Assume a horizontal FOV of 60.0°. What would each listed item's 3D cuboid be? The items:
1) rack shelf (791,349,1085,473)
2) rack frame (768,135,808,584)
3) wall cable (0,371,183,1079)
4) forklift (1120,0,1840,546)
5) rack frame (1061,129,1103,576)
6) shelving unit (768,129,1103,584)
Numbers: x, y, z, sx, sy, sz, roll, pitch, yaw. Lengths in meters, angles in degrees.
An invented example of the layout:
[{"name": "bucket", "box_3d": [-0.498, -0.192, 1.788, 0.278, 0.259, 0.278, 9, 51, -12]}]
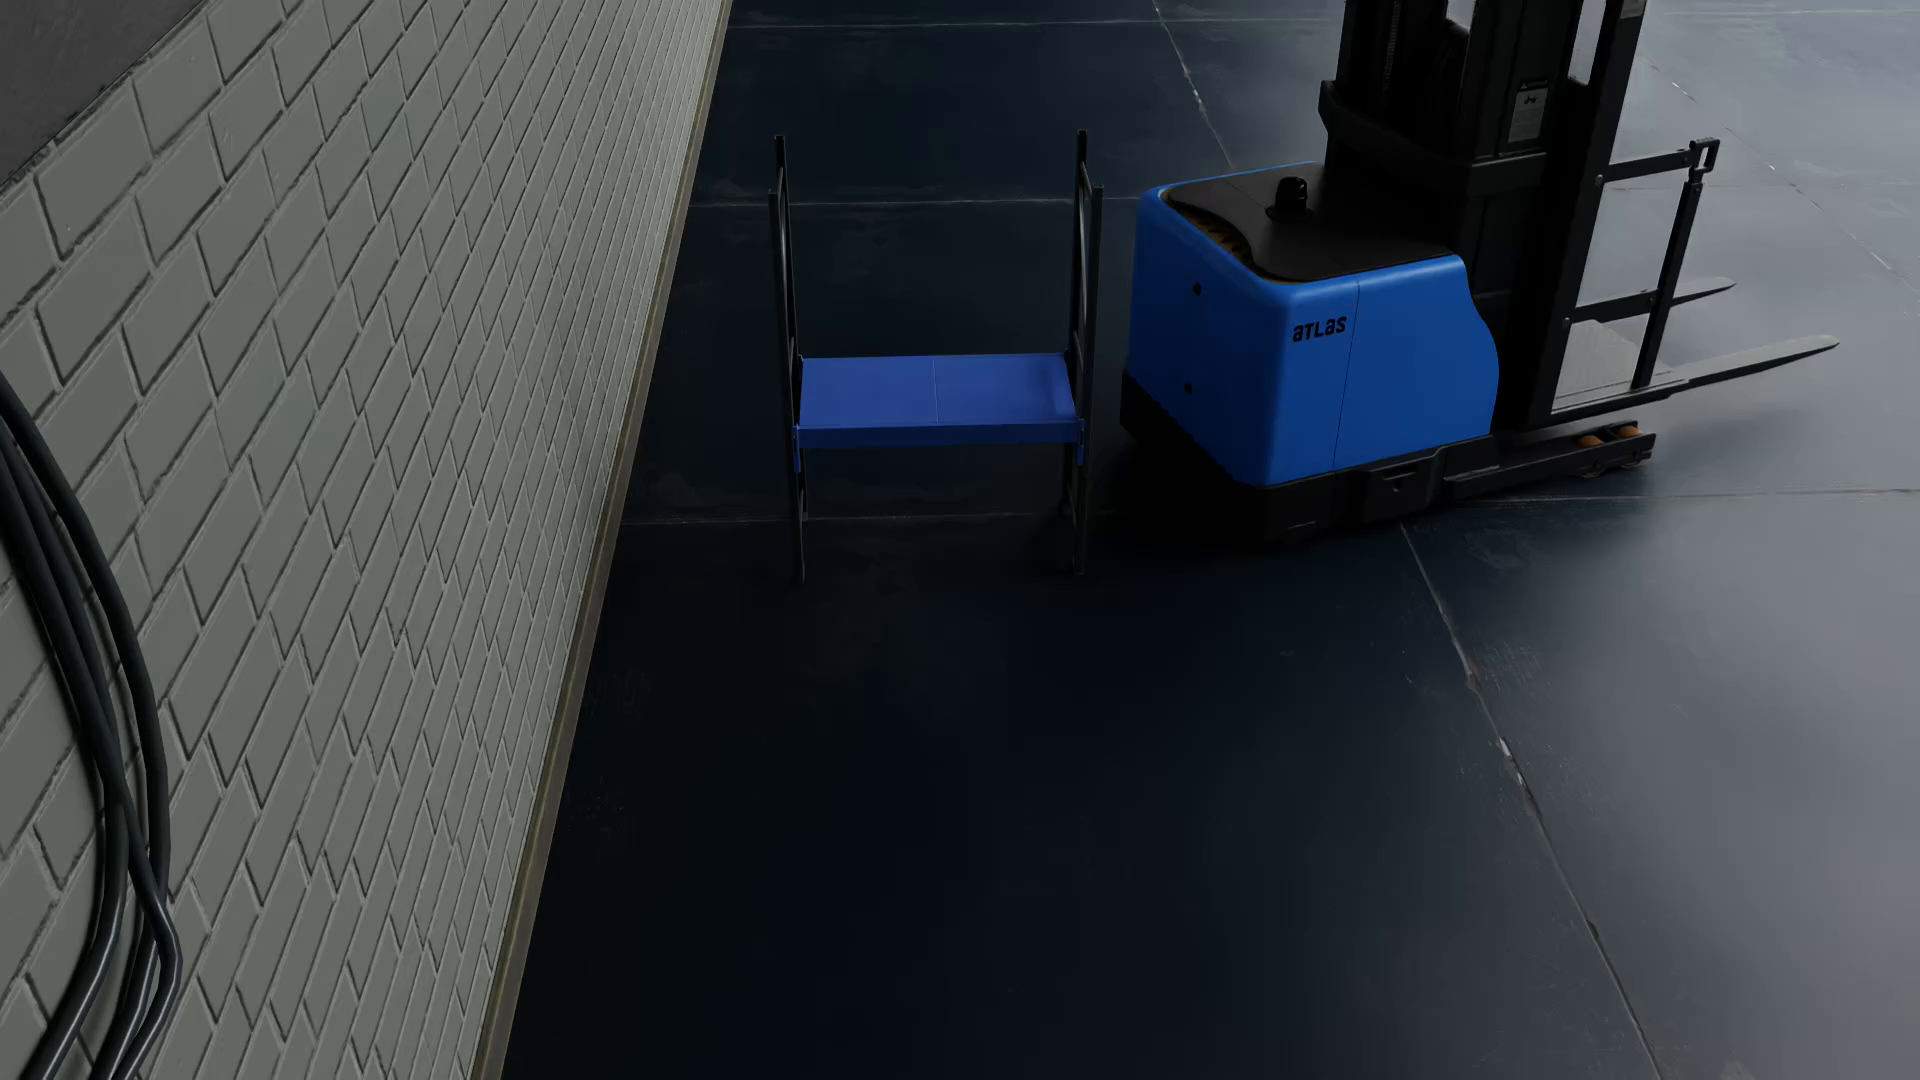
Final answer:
[{"name": "rack shelf", "box_3d": [-0.085, -0.467, 5.922, 1.000, 0.185, 0.538, -2, 35, -2]}, {"name": "rack frame", "box_3d": [-0.593, -0.601, 5.800, 0.032, 1.500, 0.500, -2, 35, -2]}, {"name": "wall cable", "box_3d": [-1.035, 0.353, 0.561, 0.112, 2.526, 3.097, -2, 35, -2]}, {"name": "forklift", "box_3d": [2.223, -1.715, 6.153, 3.031, 2.935, 1.130, -13, 37, -18]}, {"name": "rack frame", "box_3d": [0.423, -0.628, 5.840, 0.032, 1.500, 0.500, -2, 35, -2]}, {"name": "shelving unit", "box_3d": [-0.085, -0.614, 5.820, 1.048, 1.500, 0.538, -2, 35, -2]}]
